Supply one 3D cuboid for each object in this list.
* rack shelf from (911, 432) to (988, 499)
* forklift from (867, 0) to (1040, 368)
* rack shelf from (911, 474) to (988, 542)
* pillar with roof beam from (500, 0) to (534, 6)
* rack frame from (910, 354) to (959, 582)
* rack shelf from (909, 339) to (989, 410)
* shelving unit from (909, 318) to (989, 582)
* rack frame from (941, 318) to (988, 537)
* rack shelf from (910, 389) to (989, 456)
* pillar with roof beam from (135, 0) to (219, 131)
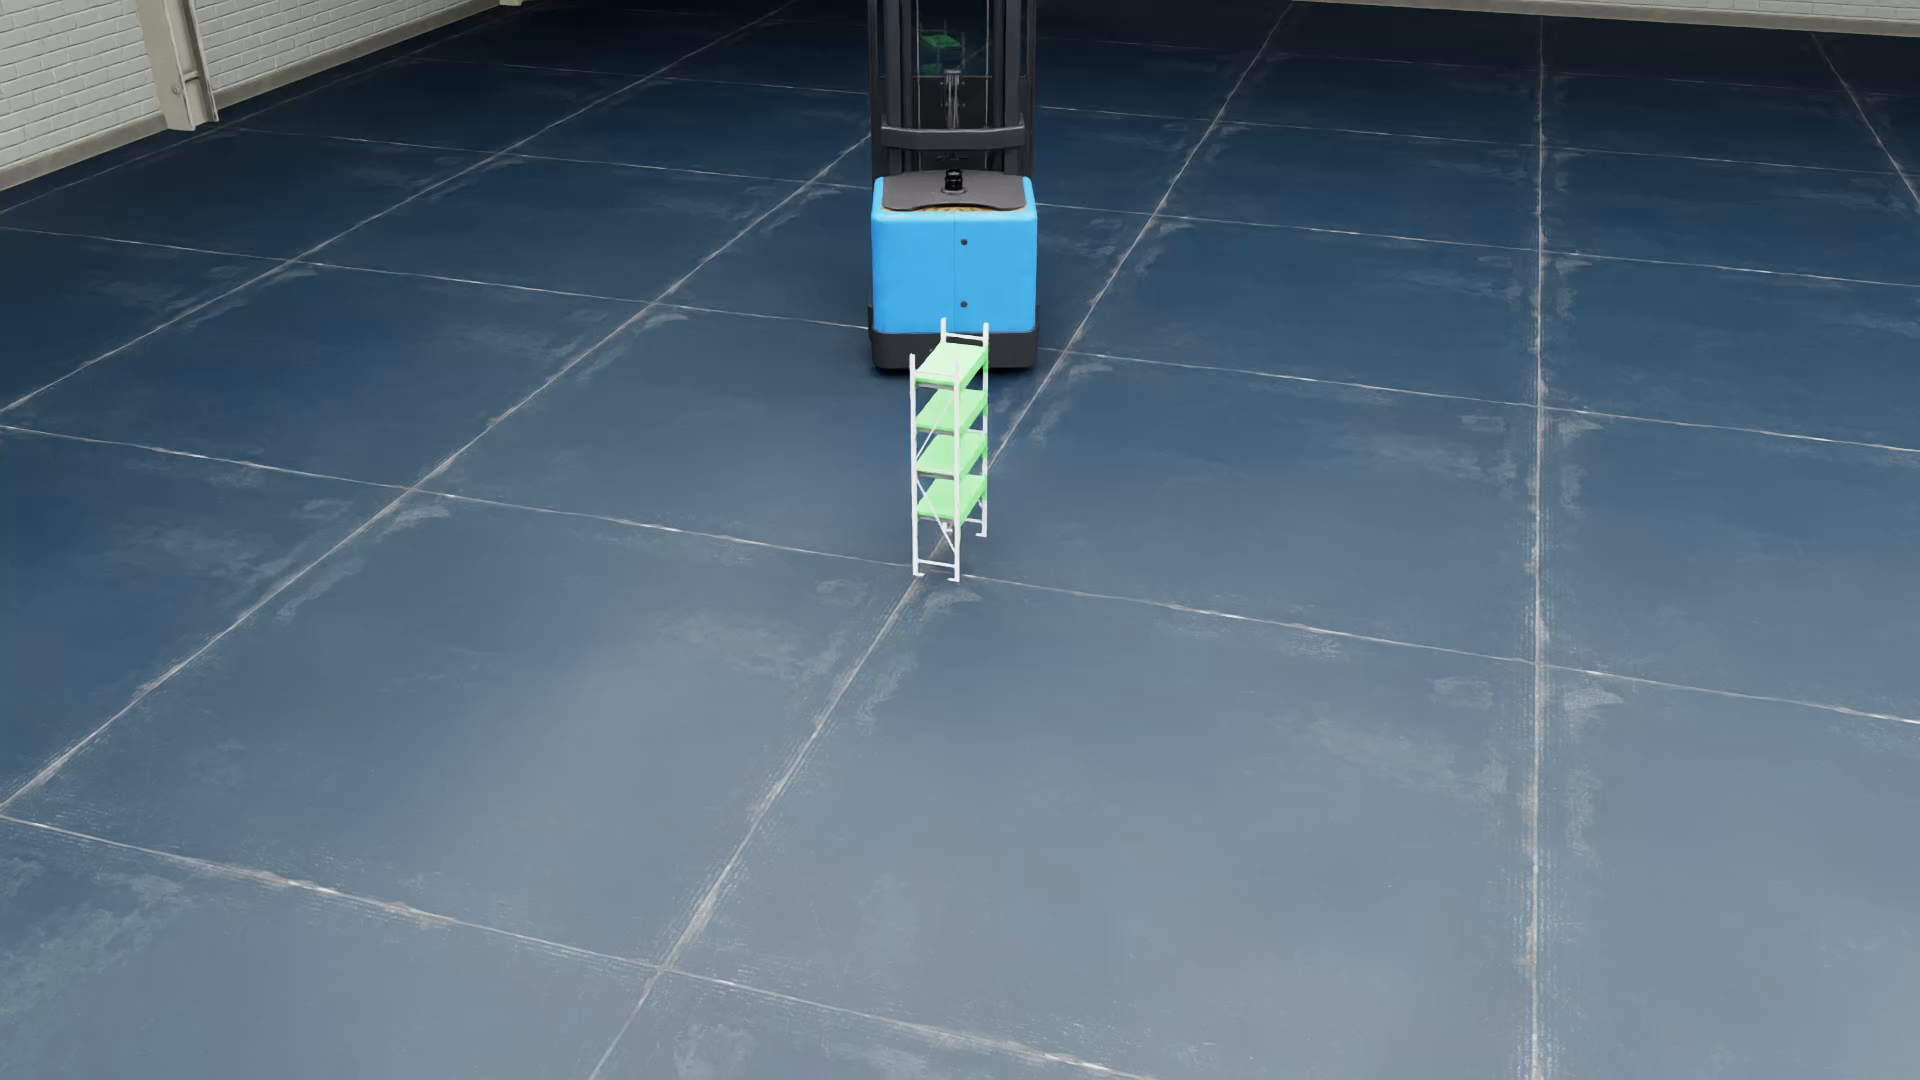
[{"bbox_3d":[-0.049,-0.392,8.351,0.258,0.148,0.480,8,30,15],"label":"rack shelf"},{"bbox_3d":[-0.056,-3.046,11.210,1.130,2.935,3.031,0,29,-1],"label":"forklift"},{"bbox_3d":[-0.049,-0.182,8.468,0.258,0.148,0.480,8,30,15],"label":"rack shelf"},{"bbox_3d":[-1.457,-10.078,17.609,9.100,9.000,0.400,8,30,15],"label":"pillar with roof beam"},{"bbox_3d":[-0.120,-0.334,8.116,0.240,1.200,0.015,8,30,15],"label":"rack frame"},{"bbox_3d":[-0.049,-0.811,8.118,0.258,0.148,0.480,8,30,15],"label":"rack shelf"},{"bbox_3d":[-0.049,-0.447,8.320,0.258,1.200,0.503,8,30,15],"label":"shelving unit"},{"bbox_3d":[0.023,-0.561,8.524,0.240,1.200,0.015,8,30,15],"label":"rack frame"},{"bbox_3d":[-0.049,-0.601,8.234,0.258,0.148,0.480,8,30,15],"label":"rack shelf"},{"bbox_3d":[-3.218,-7.289,12.597,9.100,9.000,0.400,8,30,15],"label":"pillar with roof beam"}]
